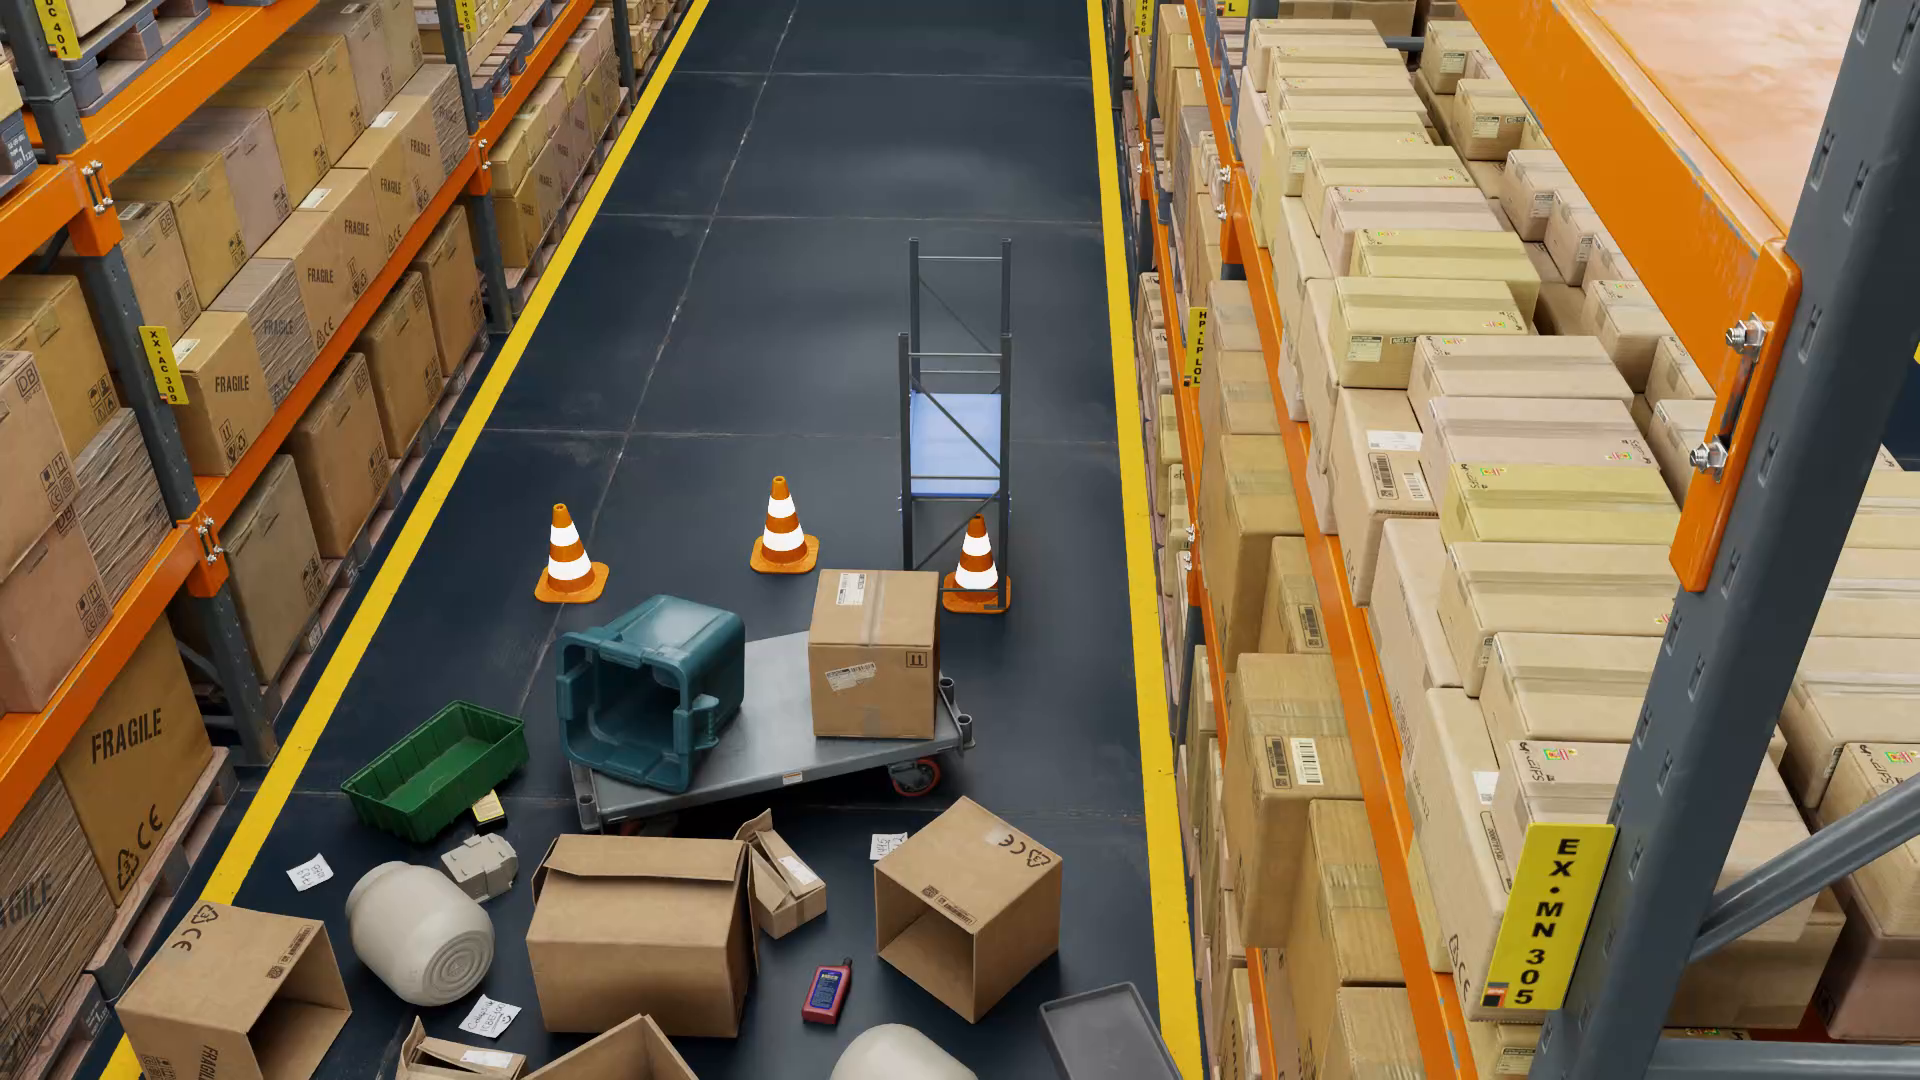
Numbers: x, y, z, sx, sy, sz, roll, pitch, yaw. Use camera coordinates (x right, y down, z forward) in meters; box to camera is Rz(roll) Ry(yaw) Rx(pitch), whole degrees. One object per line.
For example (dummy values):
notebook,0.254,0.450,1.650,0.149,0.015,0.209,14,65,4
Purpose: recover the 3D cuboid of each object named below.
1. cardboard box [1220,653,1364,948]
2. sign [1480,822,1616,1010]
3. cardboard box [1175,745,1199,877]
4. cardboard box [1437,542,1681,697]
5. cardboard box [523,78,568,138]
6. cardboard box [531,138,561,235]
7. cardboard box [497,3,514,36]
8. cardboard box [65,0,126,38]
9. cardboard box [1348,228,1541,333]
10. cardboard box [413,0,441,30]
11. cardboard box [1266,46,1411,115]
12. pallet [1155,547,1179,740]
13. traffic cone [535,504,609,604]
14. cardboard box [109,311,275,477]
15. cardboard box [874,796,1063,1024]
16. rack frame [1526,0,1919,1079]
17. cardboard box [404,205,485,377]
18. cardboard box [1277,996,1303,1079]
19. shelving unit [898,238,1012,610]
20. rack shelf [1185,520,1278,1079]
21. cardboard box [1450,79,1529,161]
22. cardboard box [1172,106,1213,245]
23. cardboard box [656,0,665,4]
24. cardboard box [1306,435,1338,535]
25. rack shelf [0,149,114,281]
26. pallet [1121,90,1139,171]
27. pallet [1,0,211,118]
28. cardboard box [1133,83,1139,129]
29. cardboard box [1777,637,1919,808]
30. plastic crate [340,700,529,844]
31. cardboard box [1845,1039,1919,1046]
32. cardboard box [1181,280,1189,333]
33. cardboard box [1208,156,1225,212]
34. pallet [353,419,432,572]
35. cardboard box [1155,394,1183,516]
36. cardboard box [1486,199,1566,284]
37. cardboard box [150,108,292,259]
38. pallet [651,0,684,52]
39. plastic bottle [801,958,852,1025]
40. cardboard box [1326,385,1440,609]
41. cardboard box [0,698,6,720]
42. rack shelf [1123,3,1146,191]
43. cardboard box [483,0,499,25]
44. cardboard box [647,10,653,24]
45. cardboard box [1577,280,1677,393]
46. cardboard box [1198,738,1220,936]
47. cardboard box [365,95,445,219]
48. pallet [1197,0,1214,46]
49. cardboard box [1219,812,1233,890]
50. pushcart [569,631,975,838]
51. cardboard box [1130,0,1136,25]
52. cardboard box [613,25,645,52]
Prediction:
cardboard box,1.021,0.625,3.983,0.700,0.500,0.500,1,35,1
sign,0.719,0.467,2.044,0.100,0.325,0.005,1,35,2
cardboard box,1.140,1.069,6.592,0.500,0.250,0.500,0,35,0
cardboard box,1.032,0.135,2.811,0.380,0.149,0.250,1,35,1
cardboard box,-3.033,-2.993,11.503,0.500,0.250,0.500,2,35,2
cardboard box,-3.056,-2.410,11.325,0.500,0.500,0.500,2,35,2
cardboard box,-3.106,-3.357,10.717,0.380,0.149,0.250,3,35,4
cardboard box,-3.243,-1.999,5.988,0.258,0.266,0.396,1,35,1
cardboard box,1.115,-0.599,3.856,0.380,0.149,0.250,2,35,3
cardboard box,-3.144,-3.148,9.901,0.380,0.149,0.250,1,35,2
cardboard box,1.113,-1.344,4.916,0.380,0.149,0.250,2,35,3
pallet,1.463,0.476,7.834,1.003,0.211,1.213,1,35,2
traffic cone,-1.954,0.029,8.252,0.336,0.463,0.334,1,35,2
cardboard box,-3.227,-0.610,6.868,0.500,0.500,0.500,2,35,2
cardboard box,0.031,1.389,6.283,0.500,0.500,0.500,28,44,33
rack frame,1.276,-0.373,1.401,0.949,2.616,0.053,1,35,2
cardboard box,-3.470,-1.475,9.777,1.050,0.750,0.750,1,35,1
cardboard box,1.044,1.313,3.874,0.500,0.500,0.500,1,35,2
shelving unit,-0.011,-0.574,8.196,0.538,1.500,1.048,1,34,1
rack shelf,1.353,1.226,4.968,1.077,0.370,4.000,1,35,2
cardboard box,1.605,-1.182,4.685,0.380,0.149,0.250,2,35,3
cardboard box,1.288,-1.705,7.802,0.500,0.500,0.500,0,35,0
cardboard box,-2.845,-4.942,14.974,0.380,0.149,0.250,1,35,2
cardboard box,1.025,-0.138,3.894,0.380,0.149,0.250,1,35,1
rack shelf,-3.597,-0.057,4.185,1.077,0.370,4.000,1,35,2
pallet,1.799,-3.227,13.104,1.003,0.211,1.213,1,35,2
pallet,-3.529,-1.950,6.420,0.805,0.209,1.217,0,35,0
cardboard box,1.810,-3.758,12.917,0.875,0.875,0.875,2,35,3
cardboard box,1.485,0.286,2.597,0.380,0.149,0.250,1,35,2
plastic crate,-2.215,0.984,7.083,0.450,0.188,0.662,11,35,32
cardboard box,1.611,0.773,2.596,0.380,0.149,0.250,1,35,2
cardboard box,1.188,-1.035,7.412,0.380,0.149,0.250,2,35,2
cardboard box,1.241,-1.484,6.923,0.380,0.149,0.250,0,35,1
pallet,-3.515,-0.280,8.911,1.003,0.211,1.213,1,35,2
cardboard box,1.504,-0.428,8.616,0.950,0.372,0.625,2,35,3
cardboard box,1.631,-0.662,4.292,0.500,0.250,0.500,1,35,1
cardboard box,-3.463,-1.595,7.400,0.700,0.500,0.500,2,35,2
pallet,-3.157,-4.818,15.368,1.003,0.211,1.213,1,35,2
plastic bottle,-0.492,1.683,6.248,0.133,0.061,0.283,7,36,10
cardboard box,1.062,-0.094,3.484,0.500,0.250,0.500,2,35,3
cardboard box,-3.658,0.502,5.243,0.875,0.550,0.550,1,35,2
rack shelf,1.675,-3.370,11.508,1.077,0.370,4.000,1,35,2
cardboard box,-3.120,-3.345,10.441,0.380,0.149,0.250,0,35,0
cardboard box,-2.955,-4.676,14.855,0.380,0.149,0.250,0,35,0
cardboard box,1.583,-0.443,3.633,0.380,0.149,0.250,2,35,3
cardboard box,1.130,1.070,5.939,0.500,0.500,0.500,3,35,4
cardboard box,-3.127,-2.061,8.933,0.500,0.500,0.500,1,35,2
pallet,1.603,-2.316,6.937,1.213,0.211,1.003,1,35,2
cardboard box,1.048,1.017,5.450,0.380,0.149,0.250,3,35,5
pushcart,-0.847,0.832,7.184,1.648,0.377,0.936,-10,36,-14
cardboard box,1.377,-3.532,10.808,0.500,0.250,0.500,0,35,1
cardboard box,-2.861,-4.198,13.915,0.380,0.149,0.250,3,35,4
